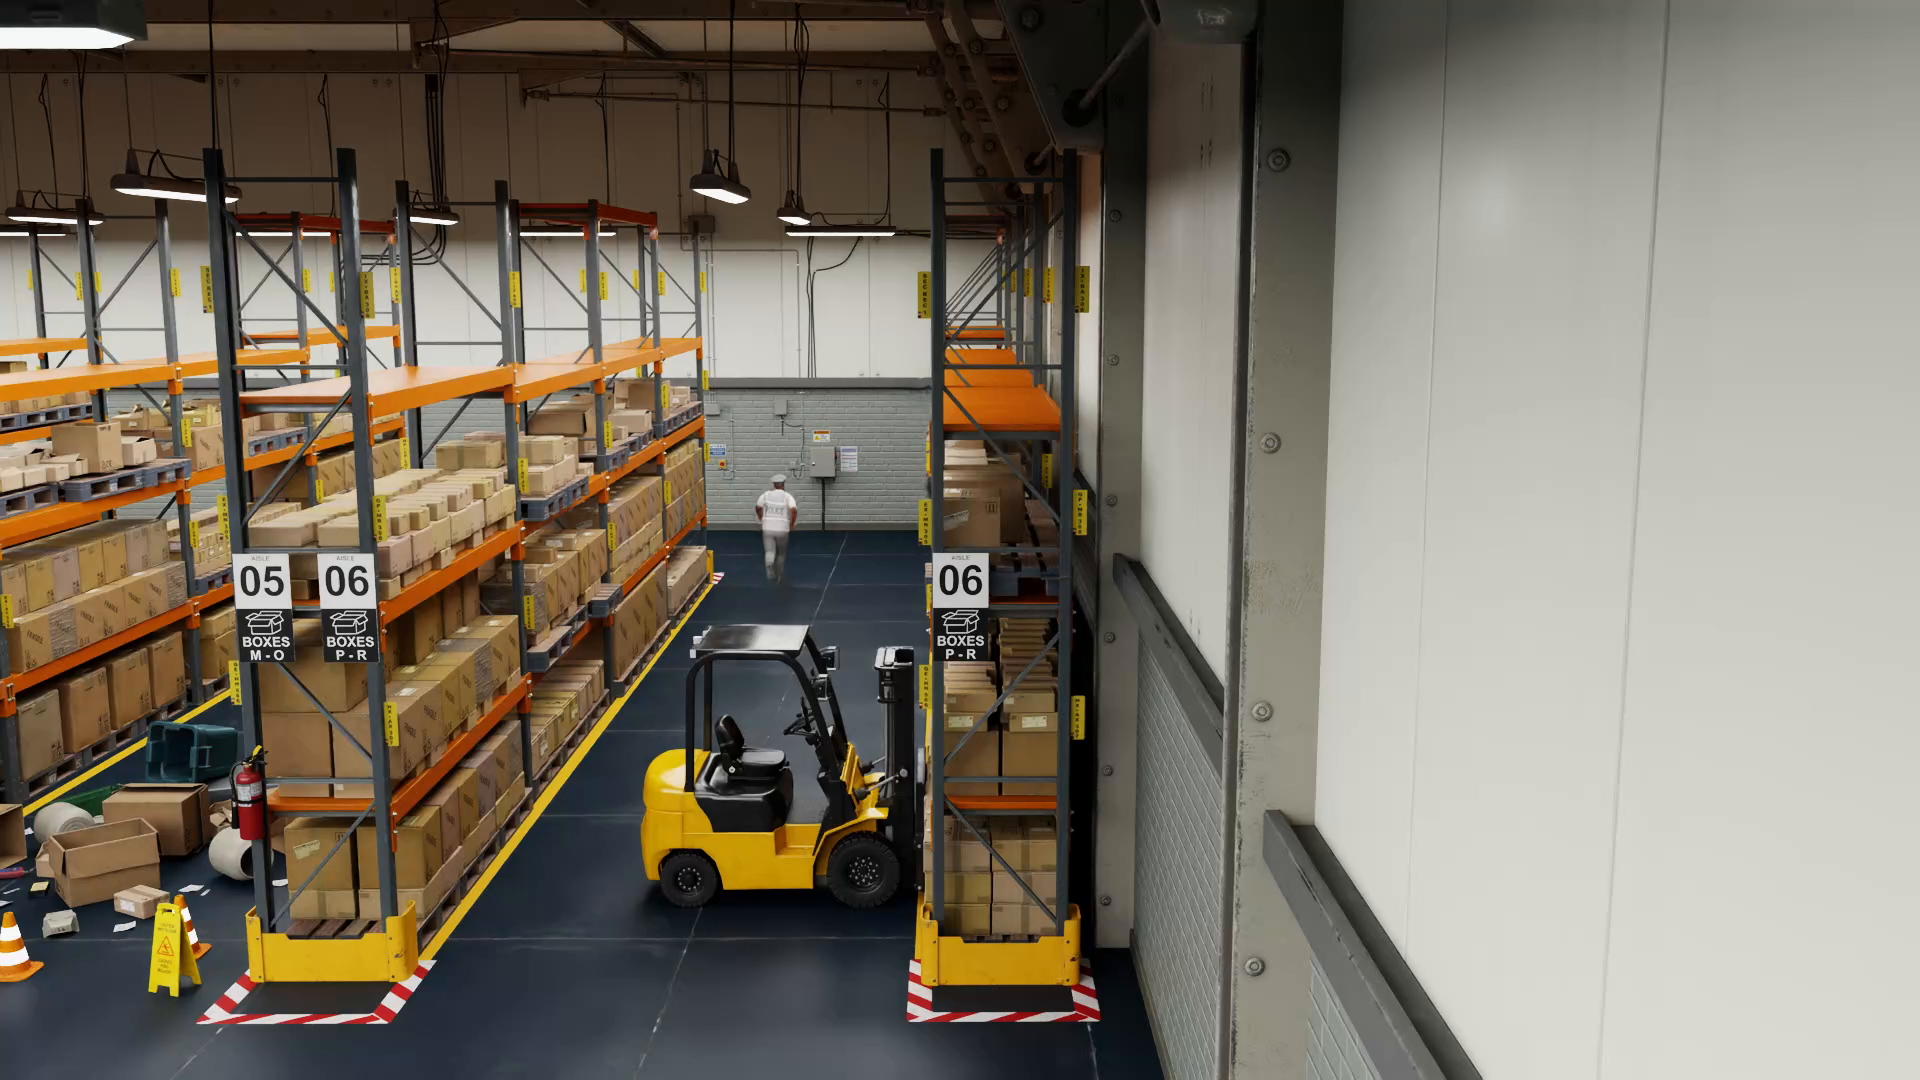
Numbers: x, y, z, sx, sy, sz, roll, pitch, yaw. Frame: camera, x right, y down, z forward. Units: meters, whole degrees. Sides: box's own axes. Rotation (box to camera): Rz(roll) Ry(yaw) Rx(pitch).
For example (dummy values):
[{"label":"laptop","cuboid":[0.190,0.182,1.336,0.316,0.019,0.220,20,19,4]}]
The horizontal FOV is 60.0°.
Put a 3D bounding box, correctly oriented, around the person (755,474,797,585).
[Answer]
[{"label":"person","cuboid":[-2.865,-0.100,25.952,0.663,1.797,0.991,0,9,2]}]
